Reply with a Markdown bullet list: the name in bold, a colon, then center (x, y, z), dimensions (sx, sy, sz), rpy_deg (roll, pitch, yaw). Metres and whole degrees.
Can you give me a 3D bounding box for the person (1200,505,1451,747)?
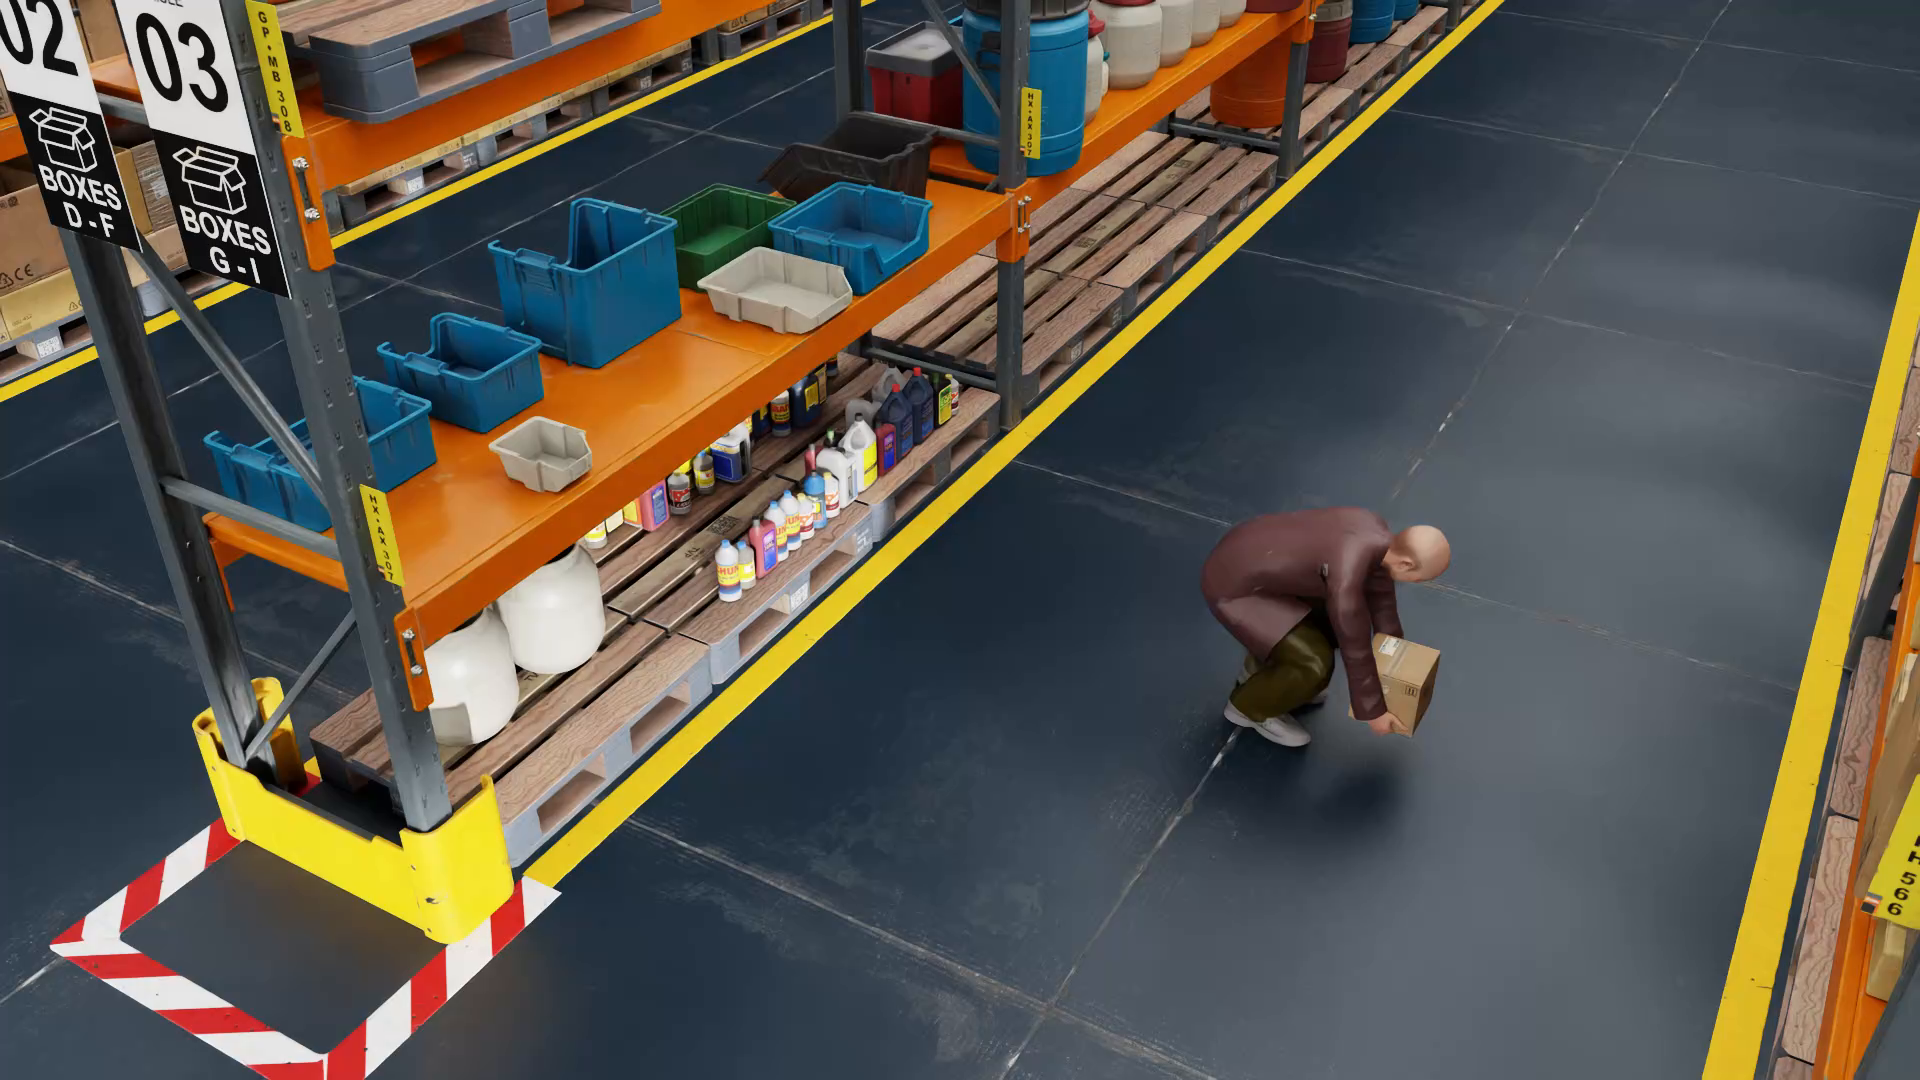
- **person**: center (1.361, 0.302, 6.394), dimensions (0.910, 1.011, 0.585), rpy_deg (17, 37, 24)
